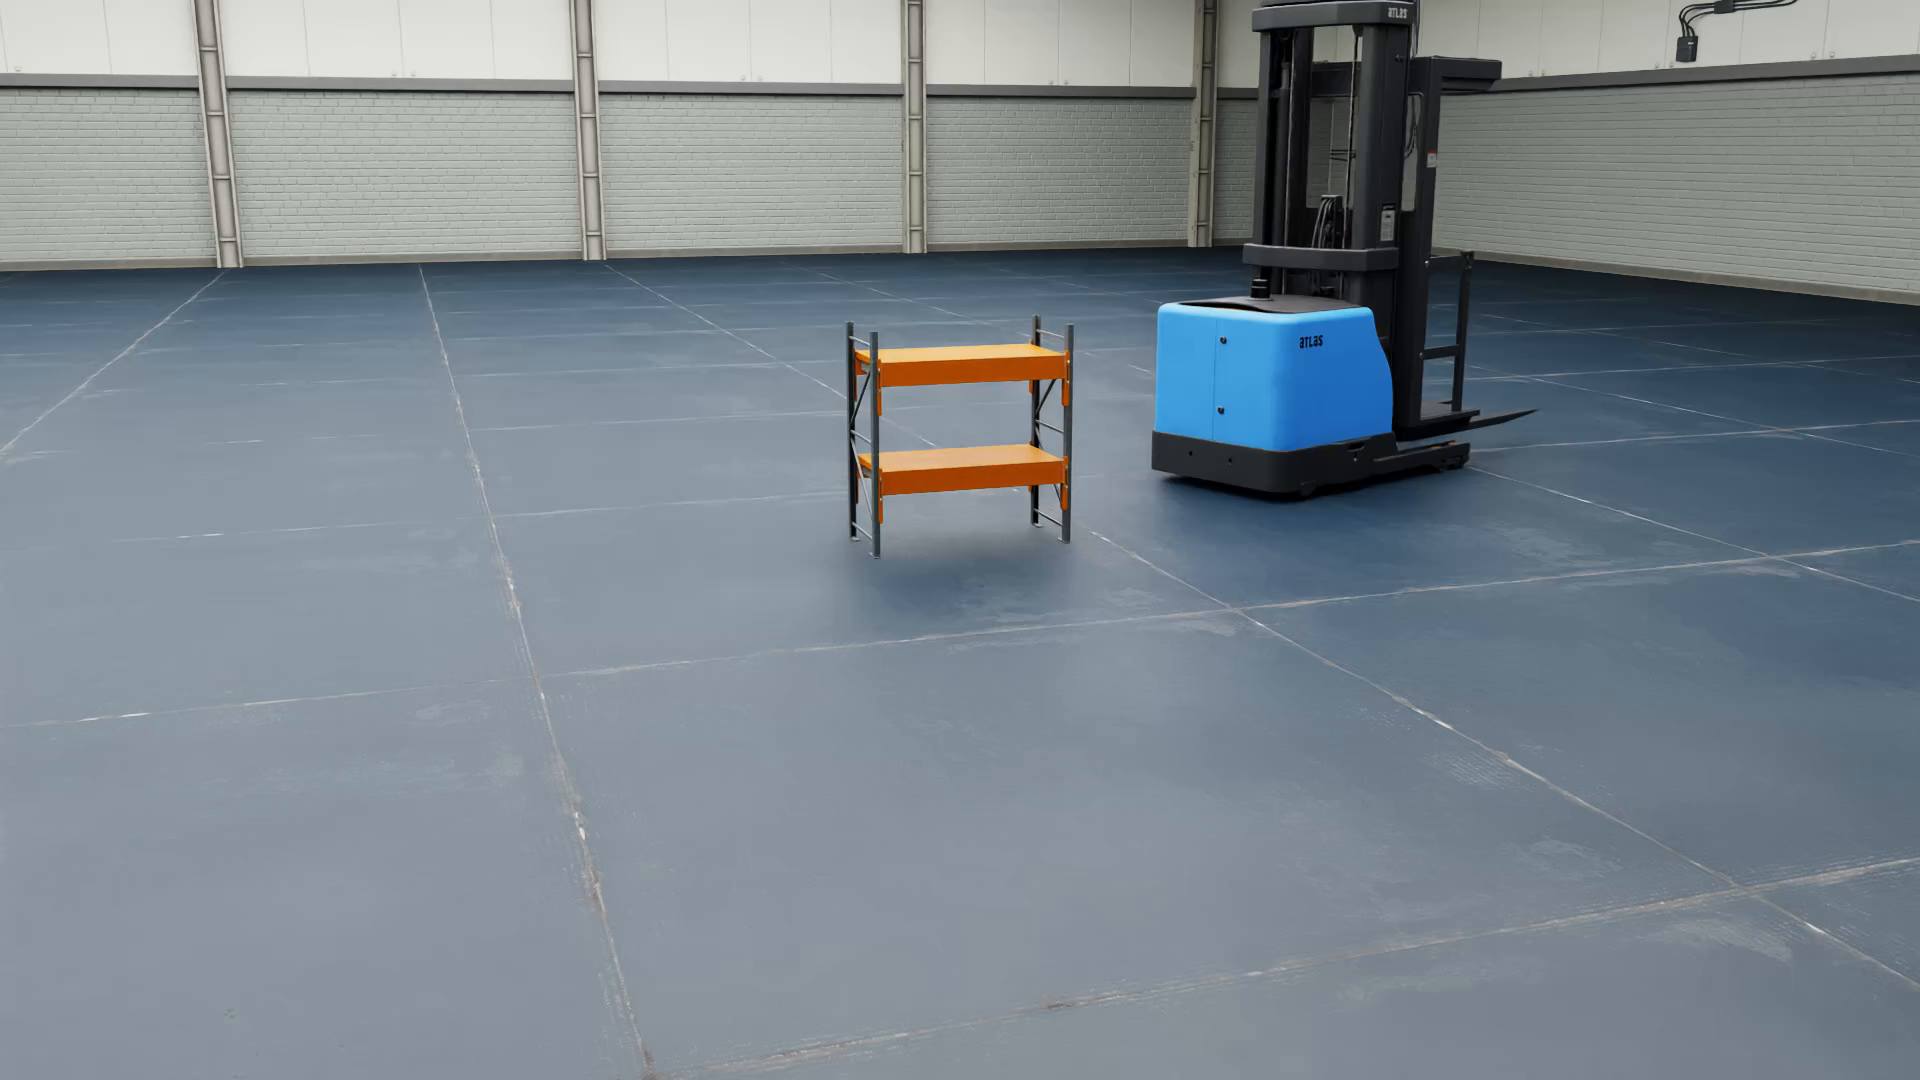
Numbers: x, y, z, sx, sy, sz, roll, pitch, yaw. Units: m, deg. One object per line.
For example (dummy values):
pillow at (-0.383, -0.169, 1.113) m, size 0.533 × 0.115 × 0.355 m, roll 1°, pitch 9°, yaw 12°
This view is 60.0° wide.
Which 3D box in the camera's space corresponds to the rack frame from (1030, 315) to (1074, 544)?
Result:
rack frame at (0.475, -0.584, 8.668) m, size 0.032 × 1.125 × 0.500 m, roll -4°, pitch 14°, yaw -18°

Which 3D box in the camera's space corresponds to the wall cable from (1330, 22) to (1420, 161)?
wall cable at (8.037, -8.708, 32.515) m, size 0.112 × 2.526 × 3.097 m, roll -4°, pitch 14°, yaw -18°

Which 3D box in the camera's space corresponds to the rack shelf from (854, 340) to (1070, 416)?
rack shelf at (-0.006, -0.831, 8.443) m, size 1.000 × 0.278 × 0.538 m, roll -4°, pitch 14°, yaw -18°

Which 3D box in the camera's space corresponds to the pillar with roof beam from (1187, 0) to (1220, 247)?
pillar with roof beam at (6.196, -9.347, 28.491) m, size 0.400 × 9.000 × 9.100 m, roll -4°, pitch 14°, yaw -18°

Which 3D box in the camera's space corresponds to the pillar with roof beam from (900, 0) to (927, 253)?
pillar with roof beam at (0.510, -8.904, 26.630) m, size 0.400 × 9.000 × 9.100 m, roll -4°, pitch 14°, yaw -18°

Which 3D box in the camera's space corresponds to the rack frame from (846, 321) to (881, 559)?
rack frame at (-0.488, -0.509, 8.353) m, size 0.032 × 1.125 × 0.500 m, roll -4°, pitch 14°, yaw -18°

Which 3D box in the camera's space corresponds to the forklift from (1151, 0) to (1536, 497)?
forklift at (2.612, -1.935, 10.442) m, size 3.031 × 2.935 × 1.130 m, roll -11°, pitch 18°, yaw -40°

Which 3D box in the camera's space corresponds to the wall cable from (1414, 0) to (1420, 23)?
wall cable at (8.900, -10.571, 29.436) m, size 0.112 × 2.526 × 3.097 m, roll -4°, pitch 14°, yaw -18°

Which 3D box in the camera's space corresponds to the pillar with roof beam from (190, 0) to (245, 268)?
pillar with roof beam at (-10.864, -8.018, 22.906) m, size 0.400 × 9.000 × 9.100 m, roll -4°, pitch 14°, yaw -18°

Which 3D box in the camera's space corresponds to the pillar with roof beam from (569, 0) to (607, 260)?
pillar with roof beam at (-5.177, -8.461, 24.768) m, size 0.400 × 9.000 × 9.100 m, roll -4°, pitch 14°, yaw -18°

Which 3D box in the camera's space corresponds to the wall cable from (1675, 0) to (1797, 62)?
wall cable at (11.050, -9.790, 23.004) m, size 0.169 × 6.003 × 2.305 m, roll -4°, pitch 14°, yaw -18°

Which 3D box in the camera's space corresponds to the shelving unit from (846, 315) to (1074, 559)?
shelving unit at (-0.006, -0.547, 8.511) m, size 1.048 × 1.125 × 0.538 m, roll -4°, pitch 14°, yaw -18°

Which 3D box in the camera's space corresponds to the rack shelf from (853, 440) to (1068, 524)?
rack shelf at (-0.006, -0.309, 8.567) m, size 1.000 × 0.278 × 0.538 m, roll -4°, pitch 14°, yaw -18°
